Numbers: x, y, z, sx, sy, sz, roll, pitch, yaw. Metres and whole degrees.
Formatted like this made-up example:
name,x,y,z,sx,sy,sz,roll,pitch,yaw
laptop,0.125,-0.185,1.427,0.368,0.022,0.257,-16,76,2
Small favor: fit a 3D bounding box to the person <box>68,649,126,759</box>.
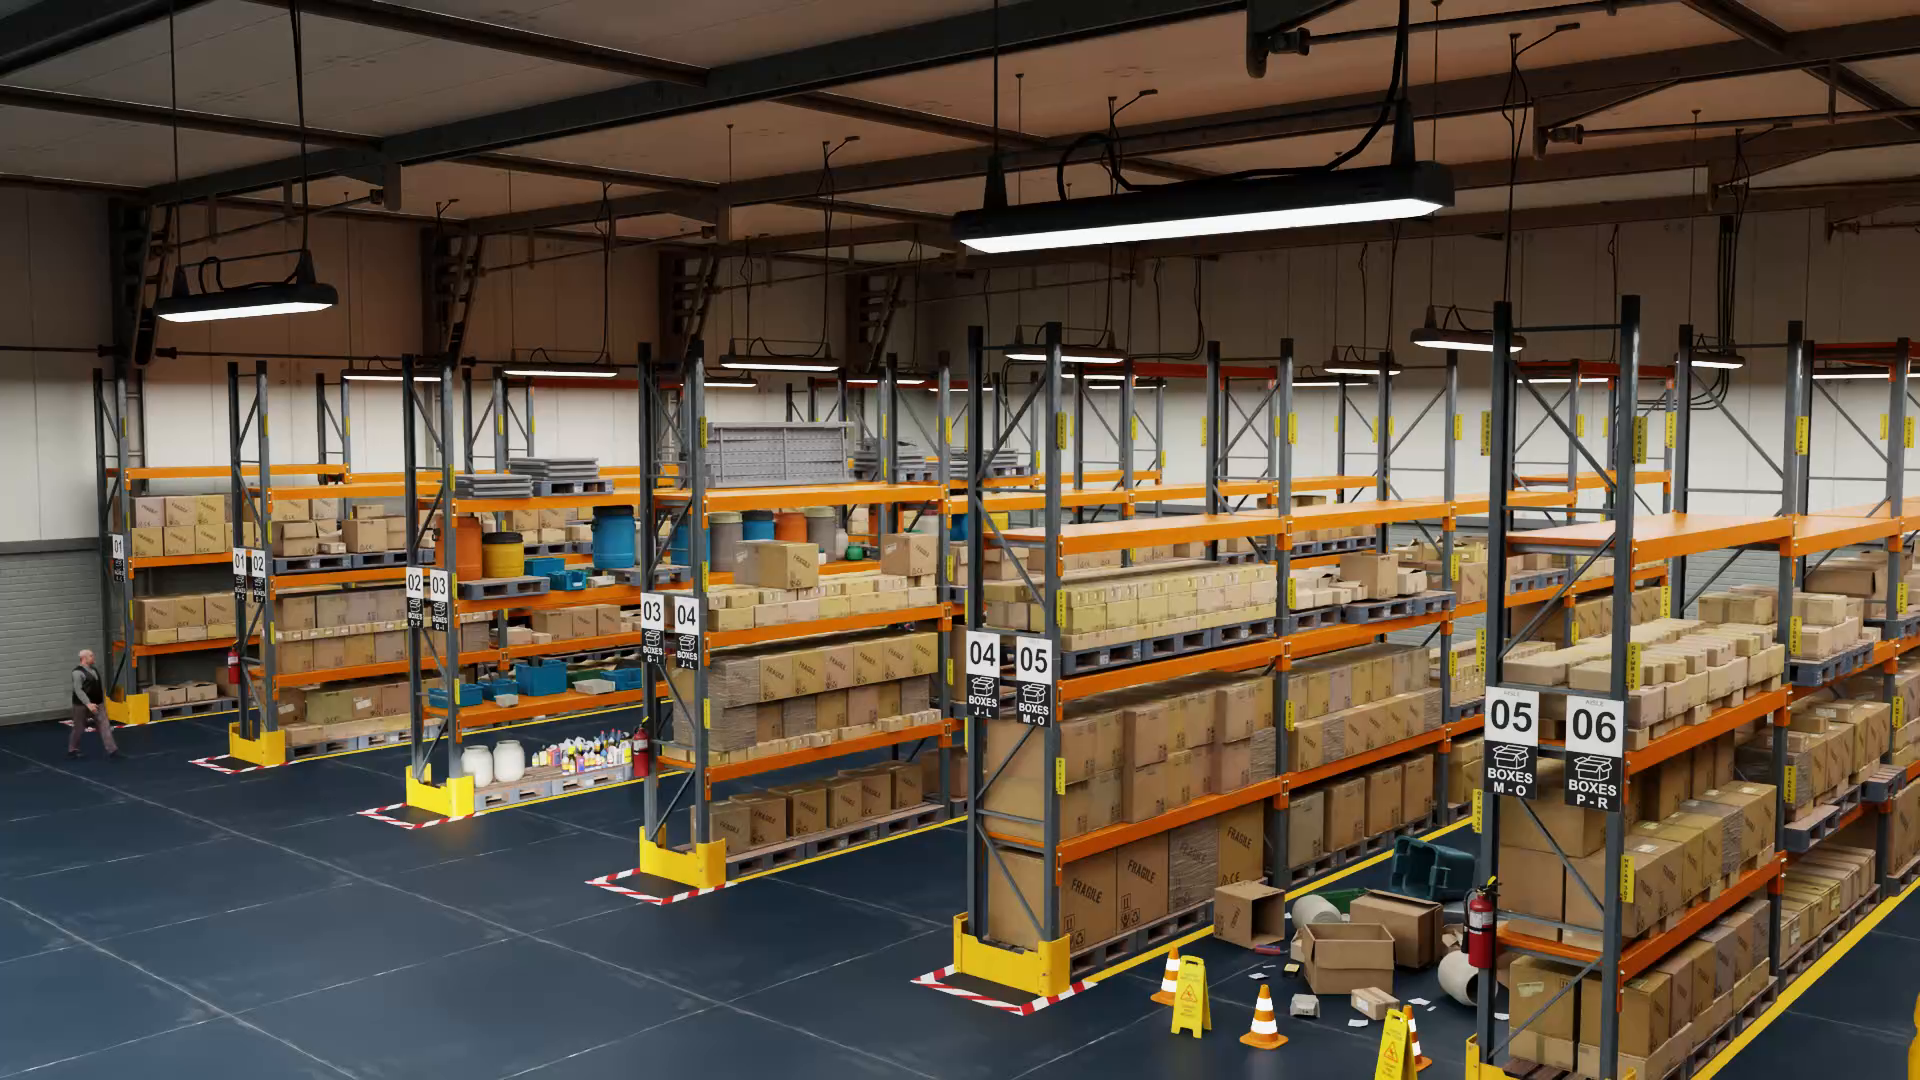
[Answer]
name,x,y,z,sx,sy,sz,roll,pitch,yaw
person,-13.081,2.472,24.997,1.046,1.655,0.509,3,5,32
